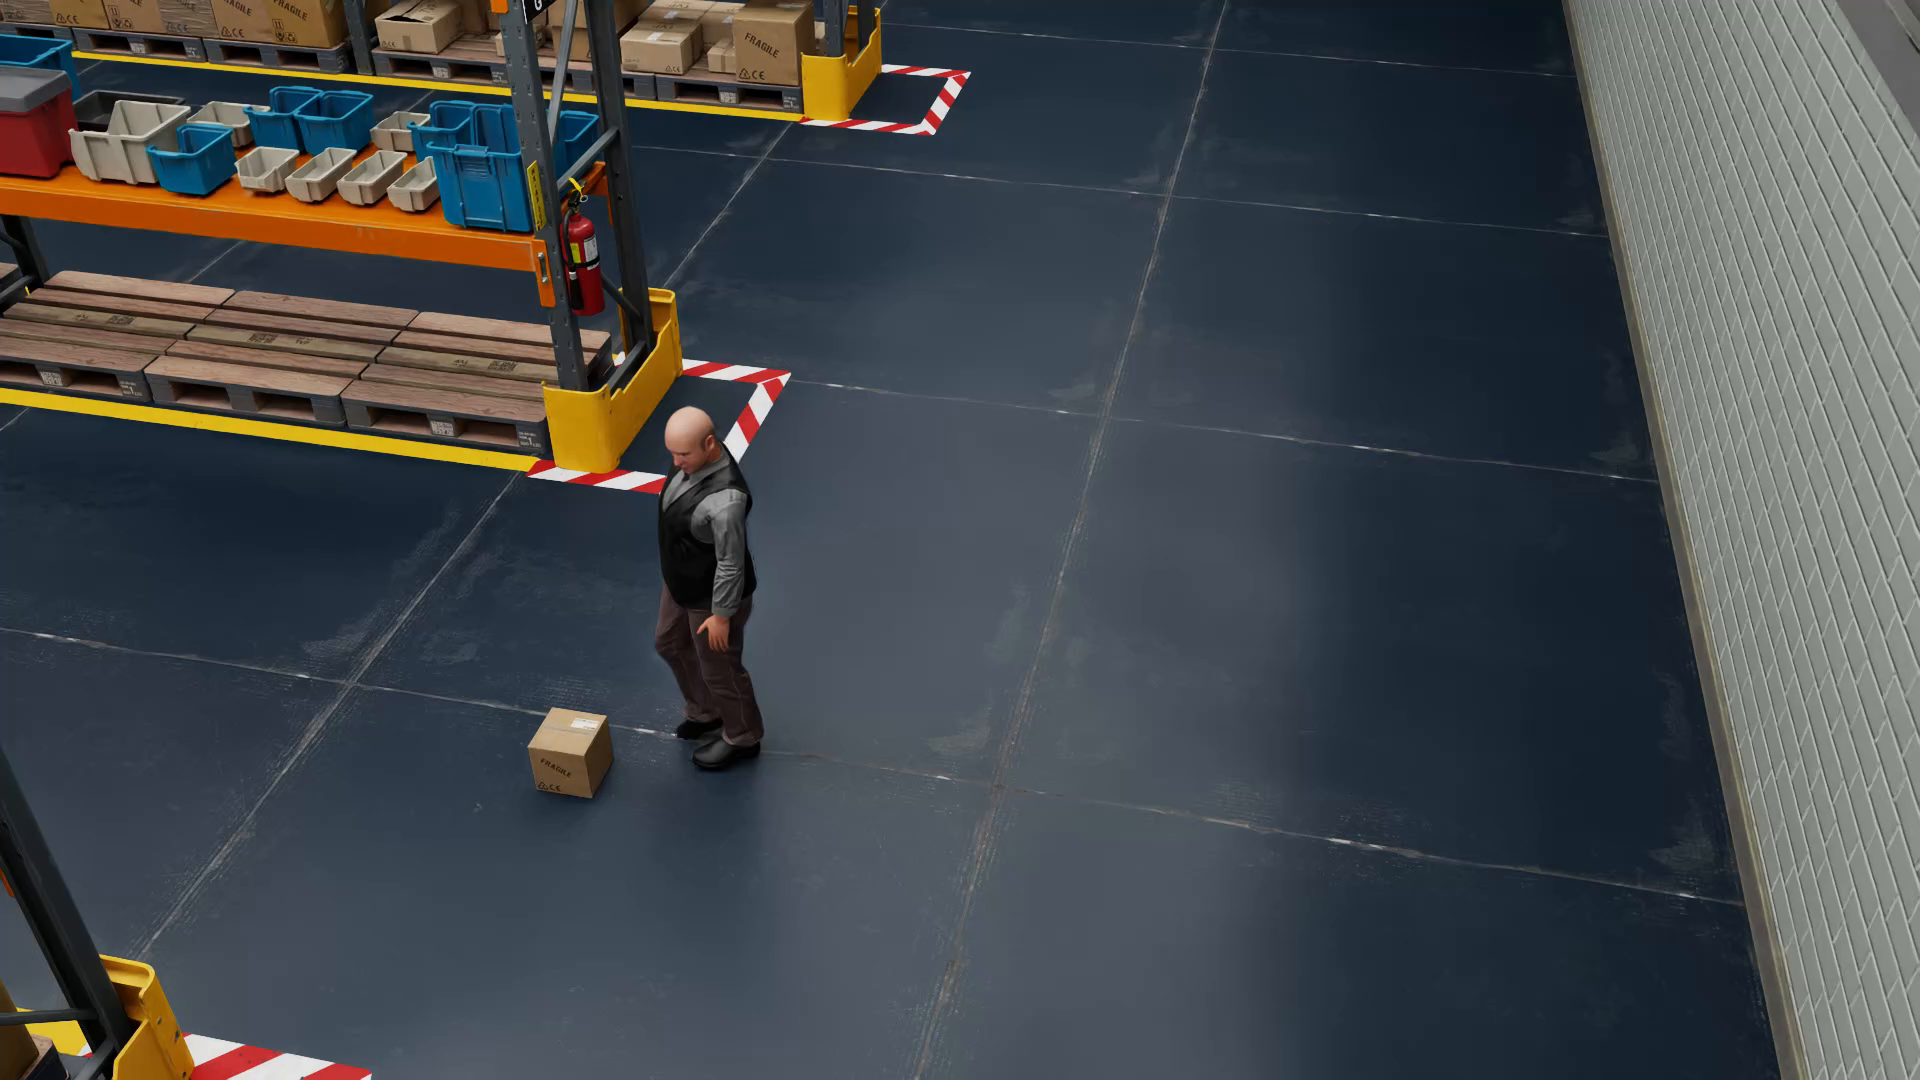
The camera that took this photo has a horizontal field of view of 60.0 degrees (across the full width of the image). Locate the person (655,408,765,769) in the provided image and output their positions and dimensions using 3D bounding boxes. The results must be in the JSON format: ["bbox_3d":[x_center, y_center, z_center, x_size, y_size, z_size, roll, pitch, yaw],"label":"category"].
[{"bbox_3d":[-1.050,0.249,6.692,0.434,1.807,0.569,-14,38,-18],"label":"person"}]
